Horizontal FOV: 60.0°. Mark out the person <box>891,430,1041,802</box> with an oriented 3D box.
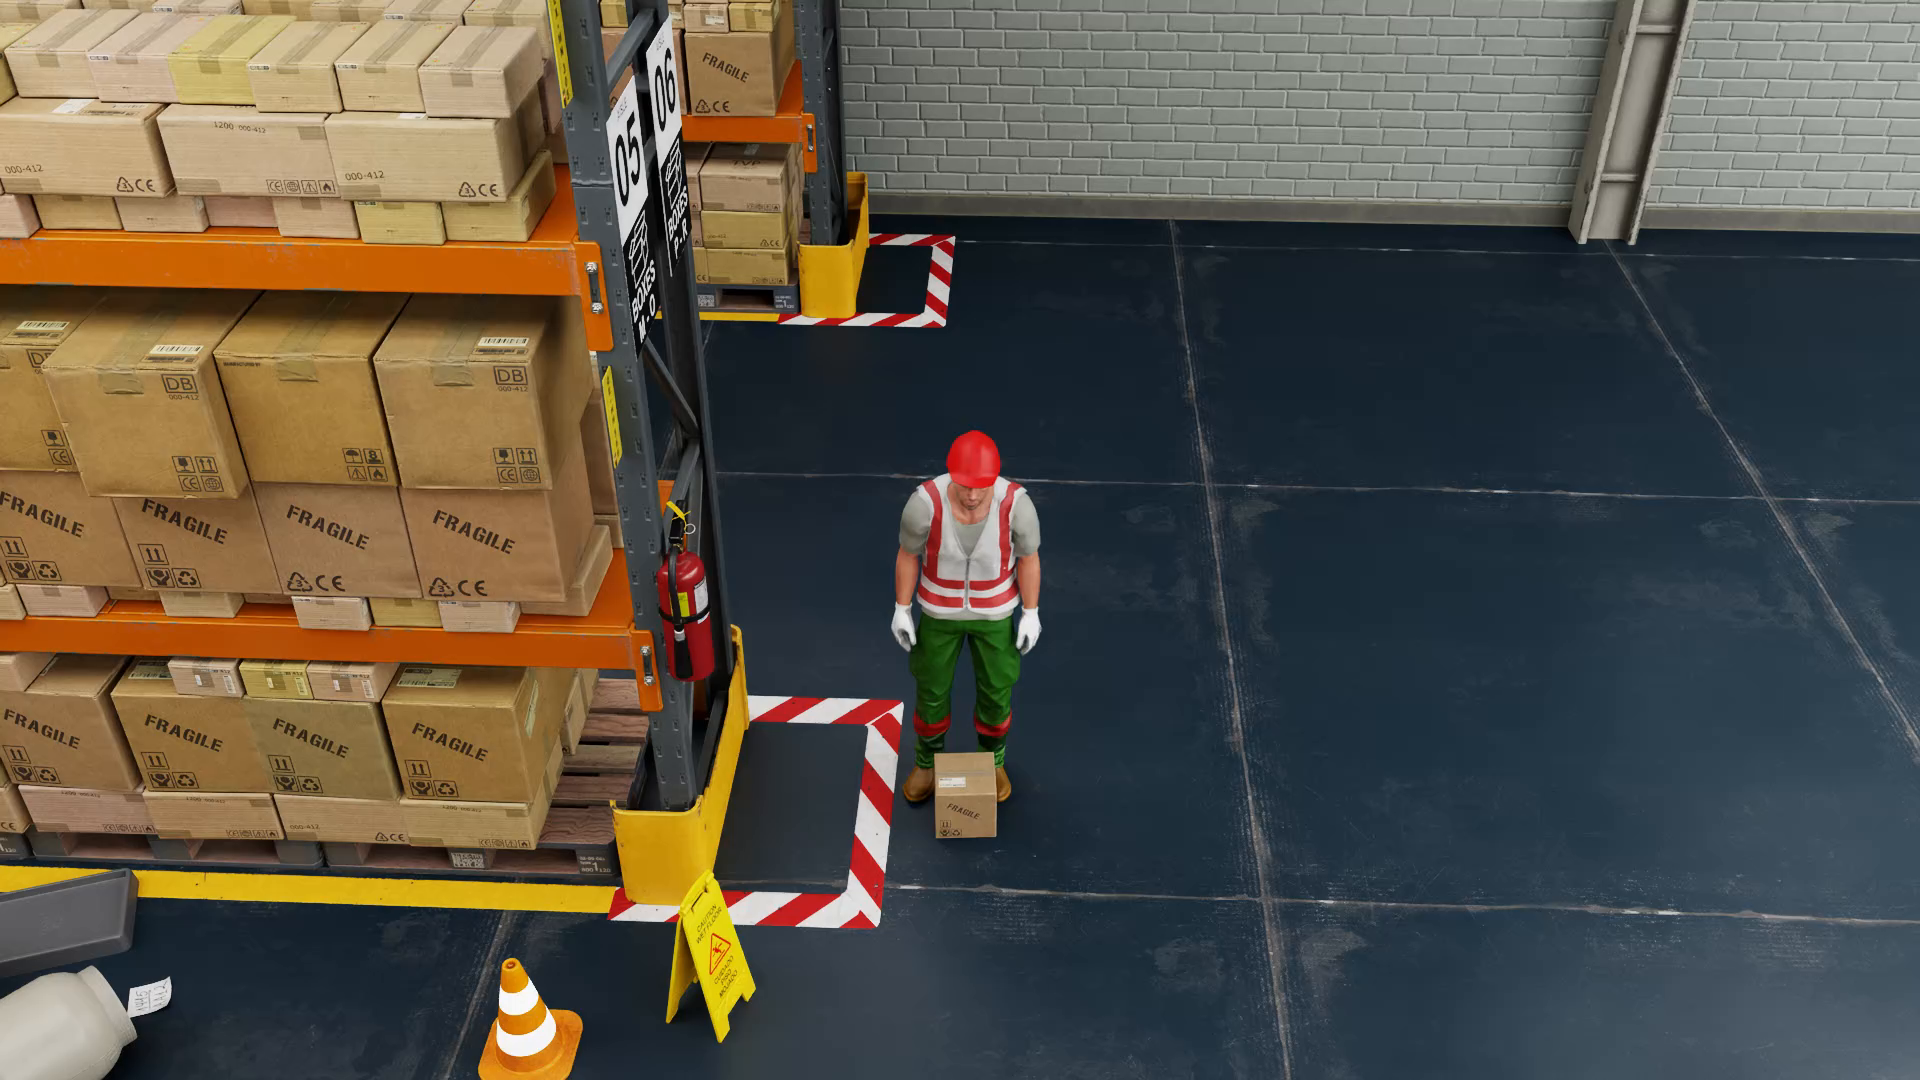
[{"bbox_3d":[0.025,0.306,6.675,0.604,1.778,0.450,1,35,1],"label":"person"}]
